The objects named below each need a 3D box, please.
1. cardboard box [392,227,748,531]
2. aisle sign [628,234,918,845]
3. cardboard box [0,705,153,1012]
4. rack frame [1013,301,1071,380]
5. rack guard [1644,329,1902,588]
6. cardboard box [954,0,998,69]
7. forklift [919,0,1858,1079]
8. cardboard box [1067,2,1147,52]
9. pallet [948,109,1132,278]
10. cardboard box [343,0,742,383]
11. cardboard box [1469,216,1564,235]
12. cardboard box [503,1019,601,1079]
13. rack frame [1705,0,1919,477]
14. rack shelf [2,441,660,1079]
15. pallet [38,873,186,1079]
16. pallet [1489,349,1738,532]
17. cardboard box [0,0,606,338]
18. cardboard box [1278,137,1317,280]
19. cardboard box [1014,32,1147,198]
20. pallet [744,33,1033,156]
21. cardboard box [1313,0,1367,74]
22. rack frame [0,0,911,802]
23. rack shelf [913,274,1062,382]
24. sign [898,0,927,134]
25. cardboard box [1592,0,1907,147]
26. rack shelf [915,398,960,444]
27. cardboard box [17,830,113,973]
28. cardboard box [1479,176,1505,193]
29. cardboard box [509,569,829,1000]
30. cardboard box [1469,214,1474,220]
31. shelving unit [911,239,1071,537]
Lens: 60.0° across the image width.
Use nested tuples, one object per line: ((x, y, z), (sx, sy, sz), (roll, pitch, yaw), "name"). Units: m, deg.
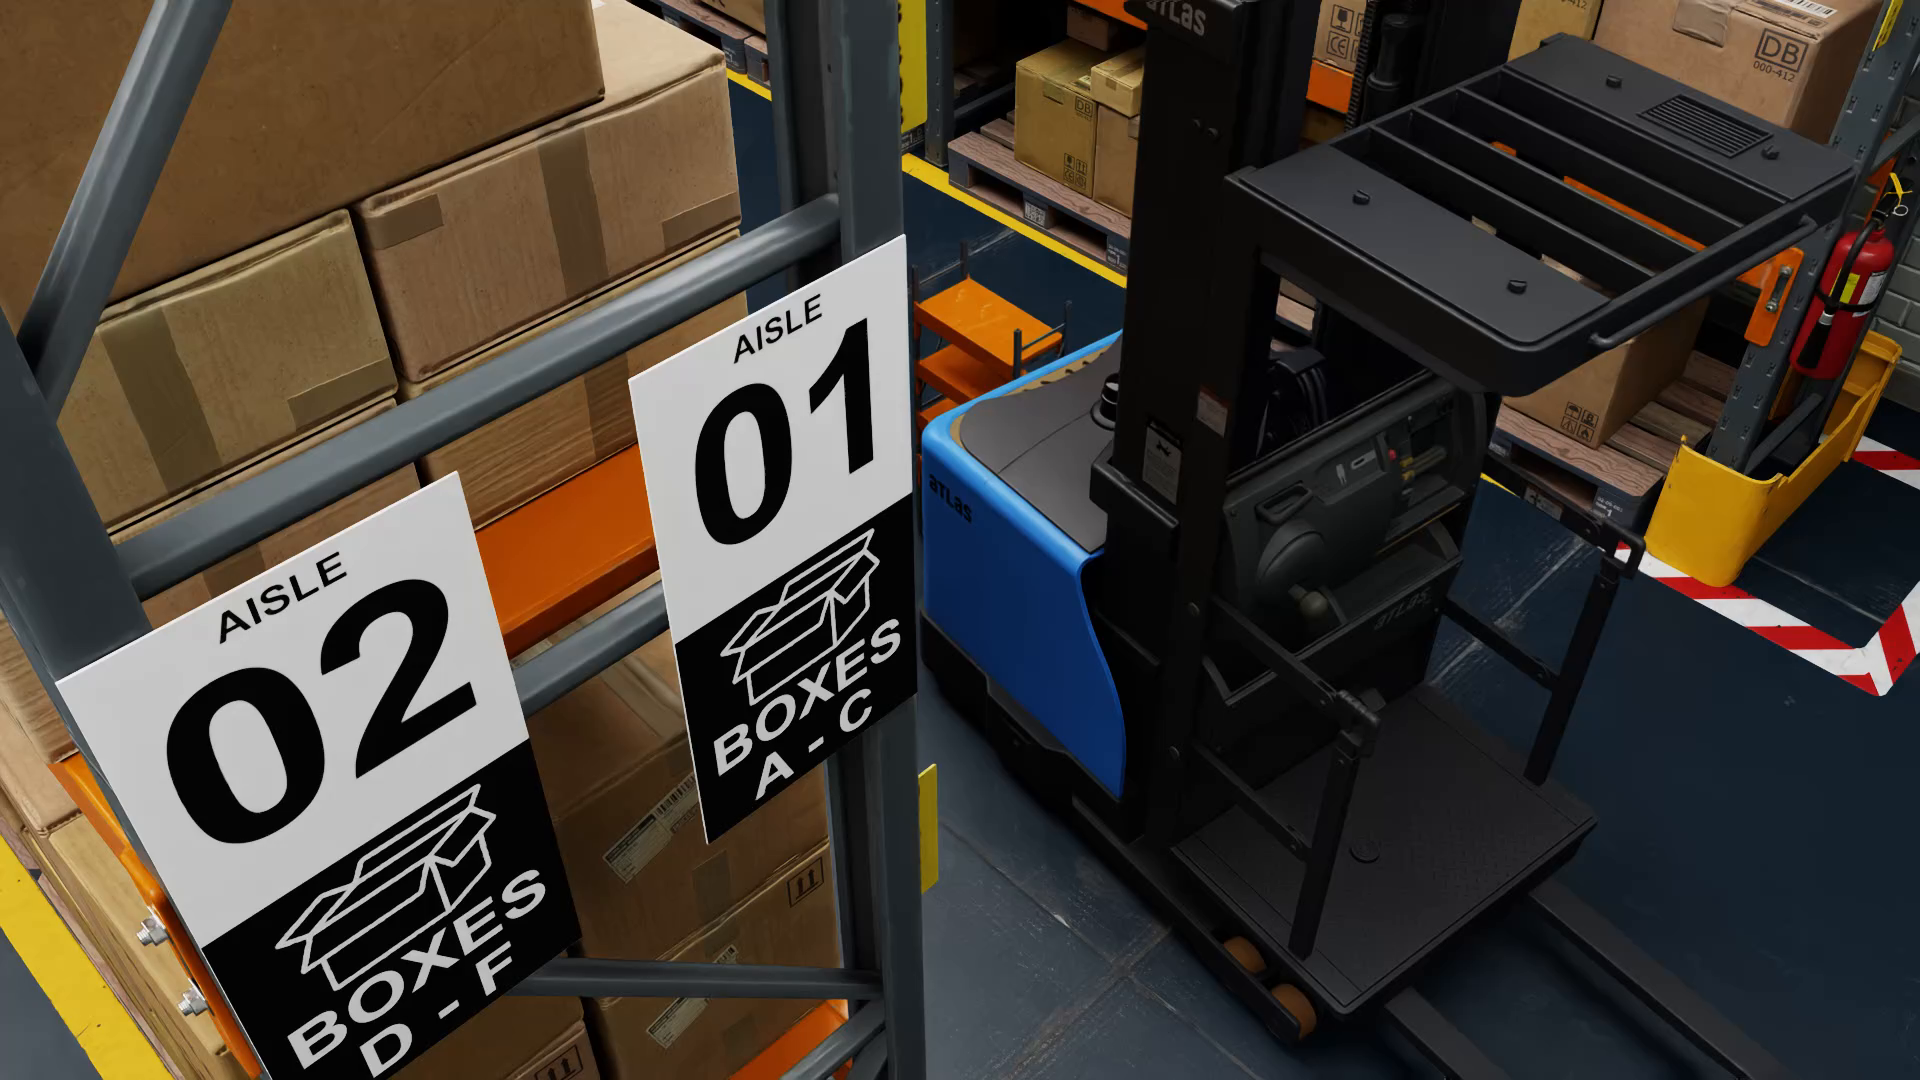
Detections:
((-0.642, -0.323, 2.290), (0.500, 0.250, 0.500), (-34, 53, -31), "cardboard box")
((-0.204, 0.030, 2.092), (0.394, 0.787, 0.004), (-34, 53, -31), "aisle sign")
((-1.326, 0.364, 2.836), (0.500, 0.500, 0.500), (-33, 52, -30), "cardboard box")
((0.262, -0.265, 5.653), (0.240, 1.200, 0.015), (-32, 51, -30), "rack frame")
((3.062, -0.354, 6.265), (1.175, 0.500, 0.348), (-34, 53, -31), "rack guard")
((-0.331, -2.820, 8.367), (0.750, 0.750, 0.750), (-33, 52, -31), "cardboard box")
((1.154, -0.041, 4.135), (1.130, 2.935, 3.031), (-27, 49, -26), "forklift")
((0.714, -2.436, 7.731), (0.250, 0.149, 0.380), (34, 52, 31), "cardboard box")
((0.702, -1.779, 8.019), (1.003, 0.211, 1.213), (-34, 53, -31), "pallet")
((-0.638, -0.509, 2.123), (0.500, 0.250, 0.500), (-34, 53, -31), "cardboard box")
((2.079, -1.143, 6.332), (0.380, 0.149, 0.250), (-33, 52, -30), "cardboard box")
((-0.969, 0.971, 2.915), (0.500, 0.500, 0.500), (-32, 52, -30), "cardboard box")
((3.045, -1.284, 5.429), (1.000, 3.000, 0.127), (-34, 53, -31), "rack frame")
((-1.872, -0.706, 3.124), (1.077, 0.370, 4.000), (-34, 53, -31), "rack shelf")
((-1.934, 1.111, 4.892), (1.003, 0.211, 1.213), (-34, 53, -31), "pallet")
((2.425, -0.606, 6.751), (1.003, 0.211, 1.213), (-34, 53, -31), "pallet")
((-0.834, -0.652, 1.725), (0.700, 0.500, 0.500), (-34, 53, -31), "cardboard box")
((1.389, -1.543, 7.242), (0.700, 0.500, 0.500), (-33, 52, -30), "cardboard box")
((0.676, -2.033, 7.773), (0.700, 0.500, 0.500), (-33, 52, -31), "cardboard box")
((-0.378, -2.516, 8.817), (1.003, 0.211, 1.213), (-34, 53, -31), "pallet")
((1.624, -2.349, 6.361), (0.700, 0.700, 0.980), (32, 51, 30), "cardboard box")
((-0.460, -1.111, 0.822), (1.000, 3.000, 0.127), (-34, 53, -31), "rack frame")
((0.098, -0.676, 5.519), (0.258, 0.148, 0.480), (-32, 51, -30), "rack shelf")
((-0.076, -0.591, 1.825), (0.100, 0.325, 0.005), (-34, 53, -31), "sign")
((2.678, -1.634, 5.587), (0.980, 0.700, 0.700), (-32, 51, -30), "cardboard box")
((0.098, -0.338, 5.831), (0.258, 0.148, 0.480), (-32, 51, -30), "rack shelf")
((-1.686, 0.481, 3.446), (0.500, 0.500, 0.500), (-34, 52, -31), "cardboard box")
((2.175, -1.446, 6.659), (0.380, 0.149, 0.250), (-34, 52, -31), "cardboard box")
((-0.586, 0.349, 2.852), (0.500, 0.500, 0.500), (-32, 52, -30), "cardboard box")
((2.126, -1.049, 6.707), (0.500, 0.500, 0.700), (34, 53, 31), "cardboard box")
((0.098, -0.388, 5.785), (0.258, 1.200, 0.503), (-32, 51, -30), "shelving unit")
